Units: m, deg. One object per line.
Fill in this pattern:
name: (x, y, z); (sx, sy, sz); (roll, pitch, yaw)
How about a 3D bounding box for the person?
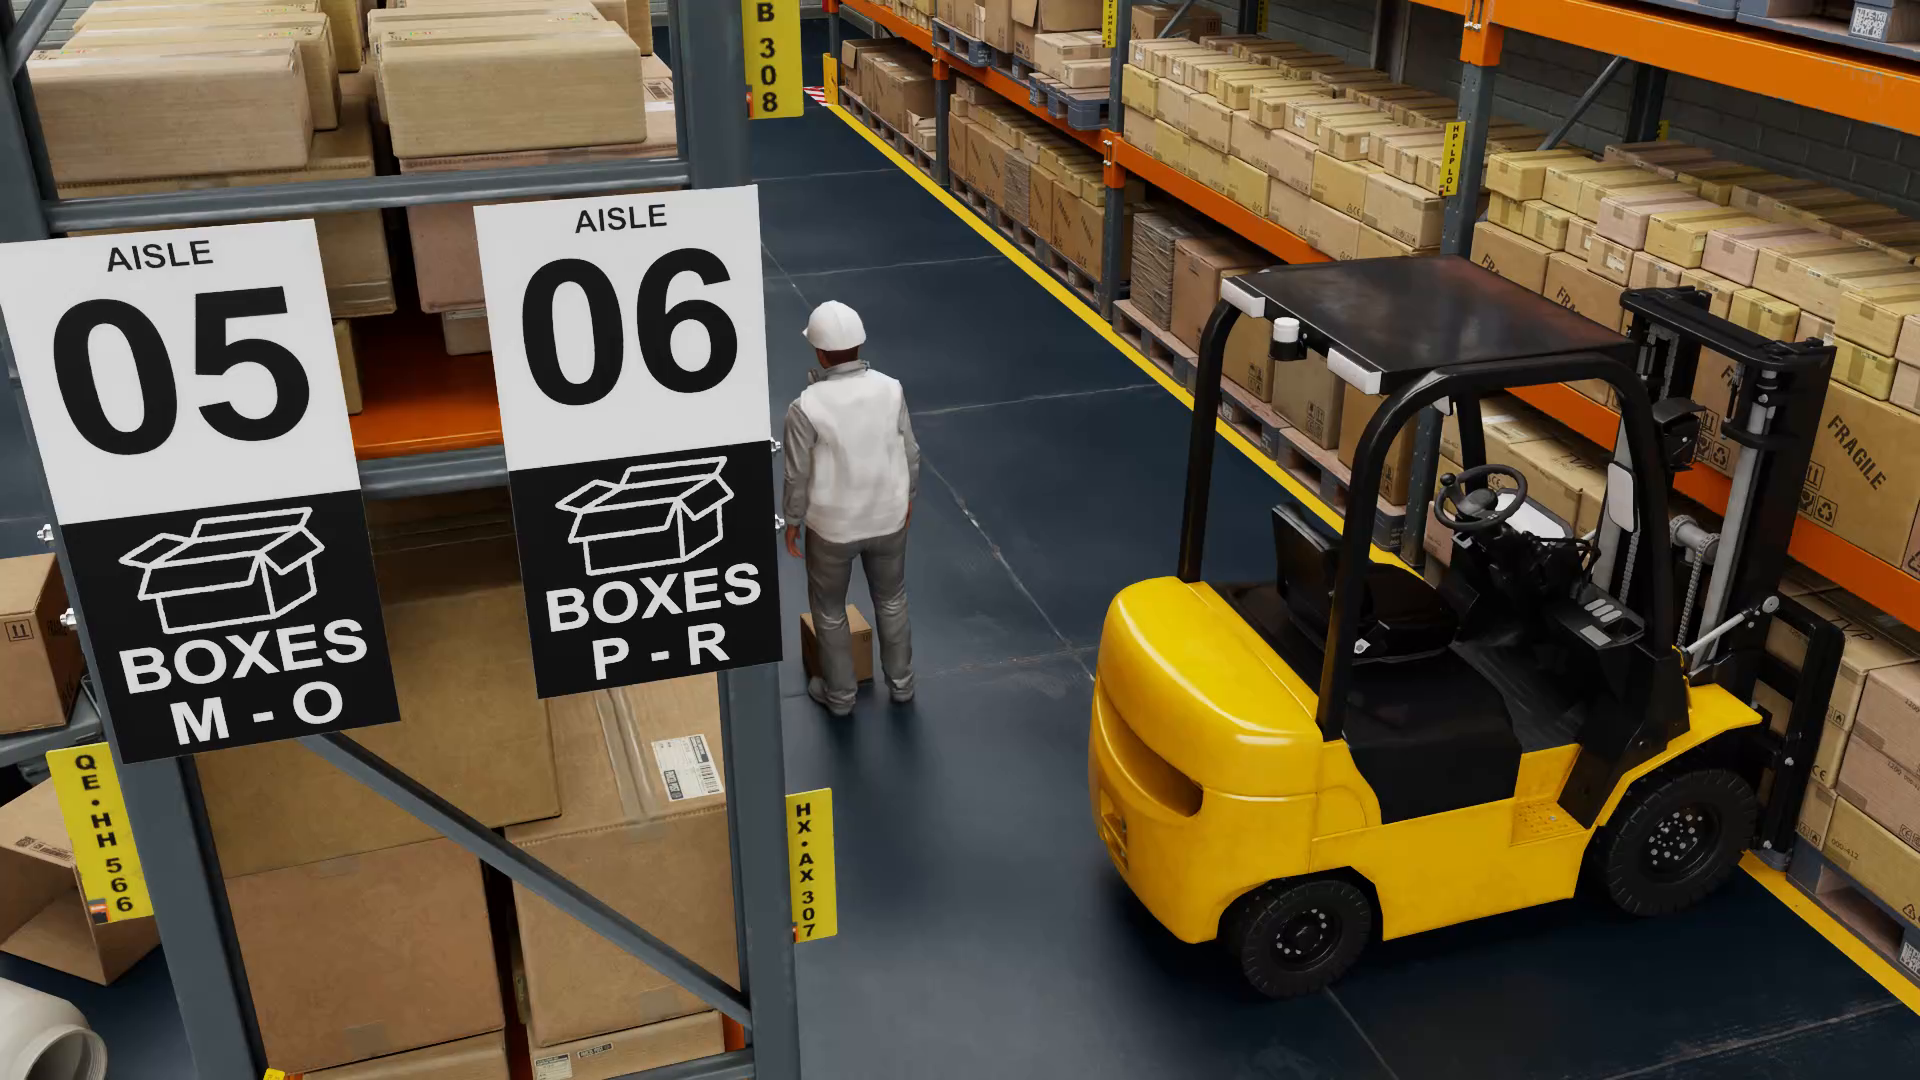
person: (-0.441, -0.107, 6.804); (0.595, 1.770, 0.459); (-11, 28, -22)
